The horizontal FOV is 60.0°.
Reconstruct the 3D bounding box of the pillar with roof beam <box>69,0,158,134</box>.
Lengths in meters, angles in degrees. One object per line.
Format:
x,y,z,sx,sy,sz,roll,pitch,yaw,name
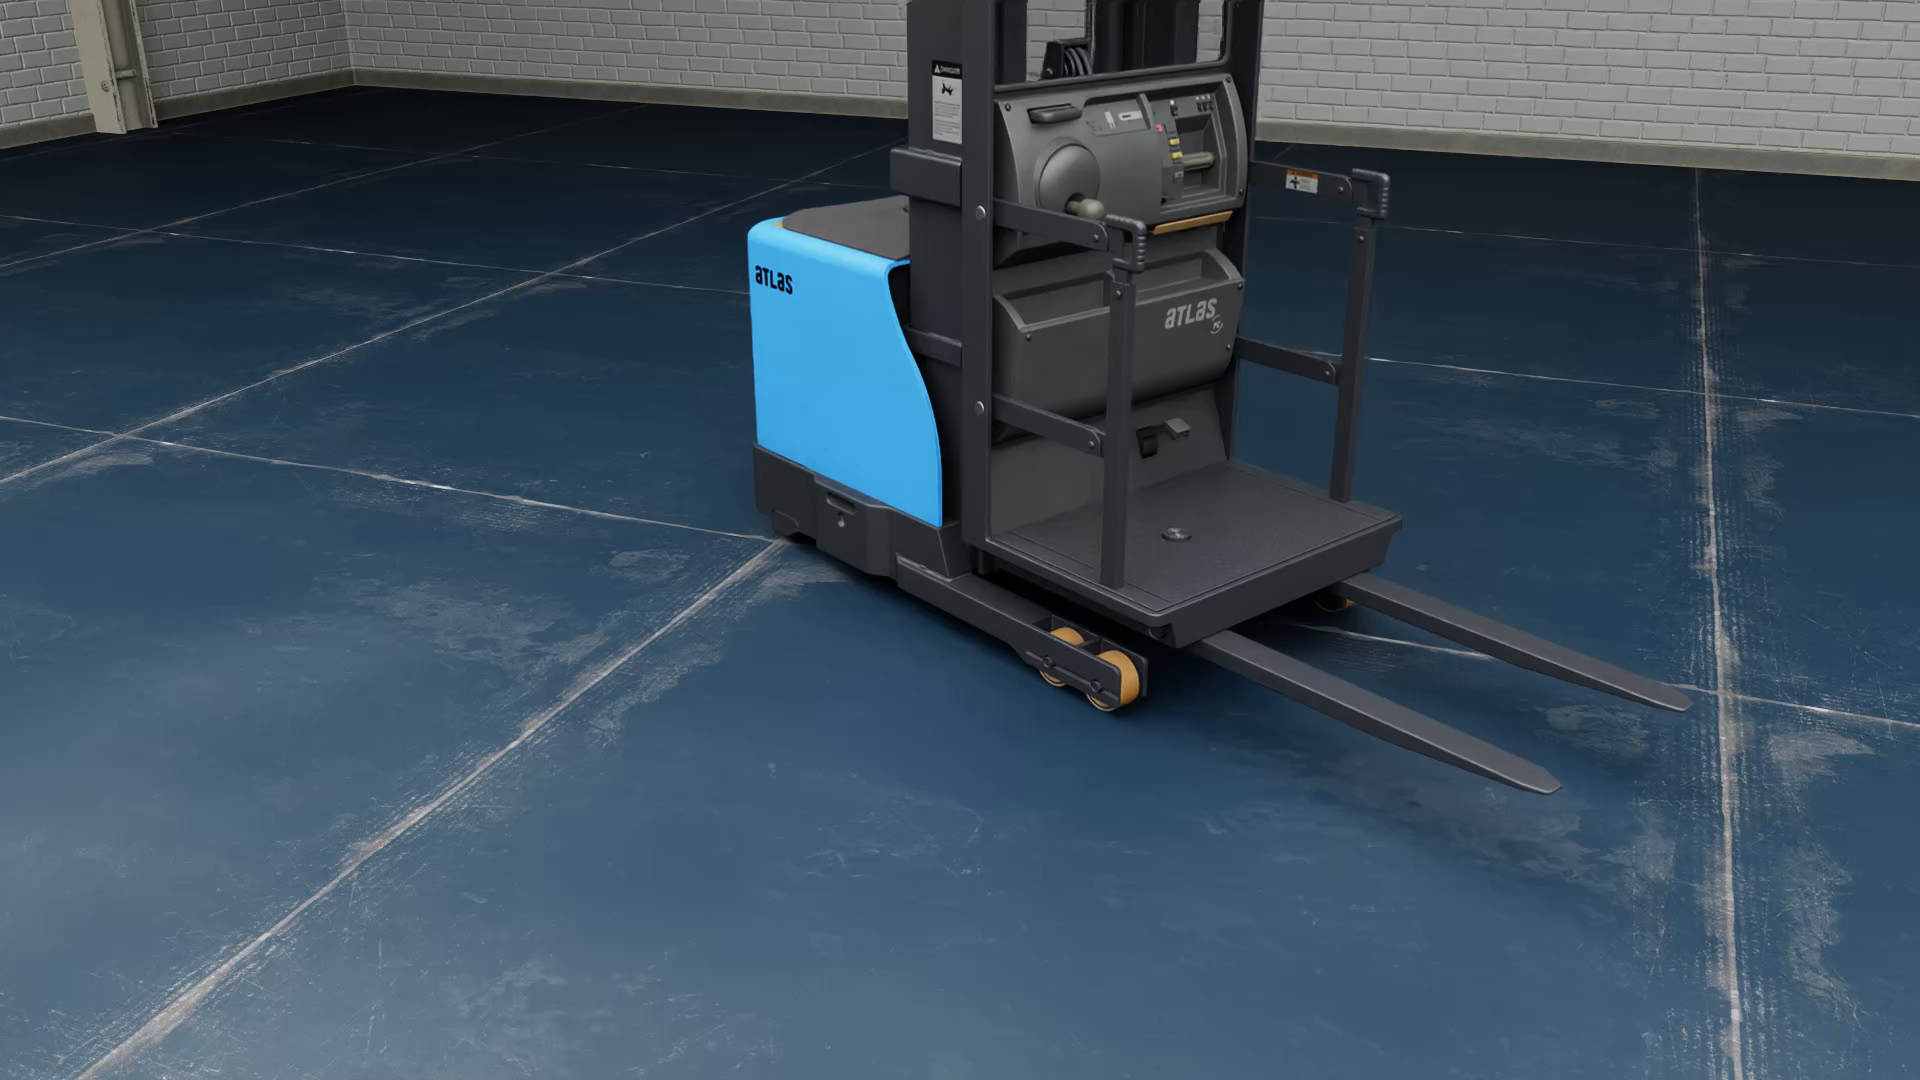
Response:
-3.054,-7.011,10.861,9.100,9.000,0.400,9,24,20,pillar with roof beam

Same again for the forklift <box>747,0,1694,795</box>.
0.617,-1.097,4.573,1.130,2.935,3.031,-18,29,-37,forklift
